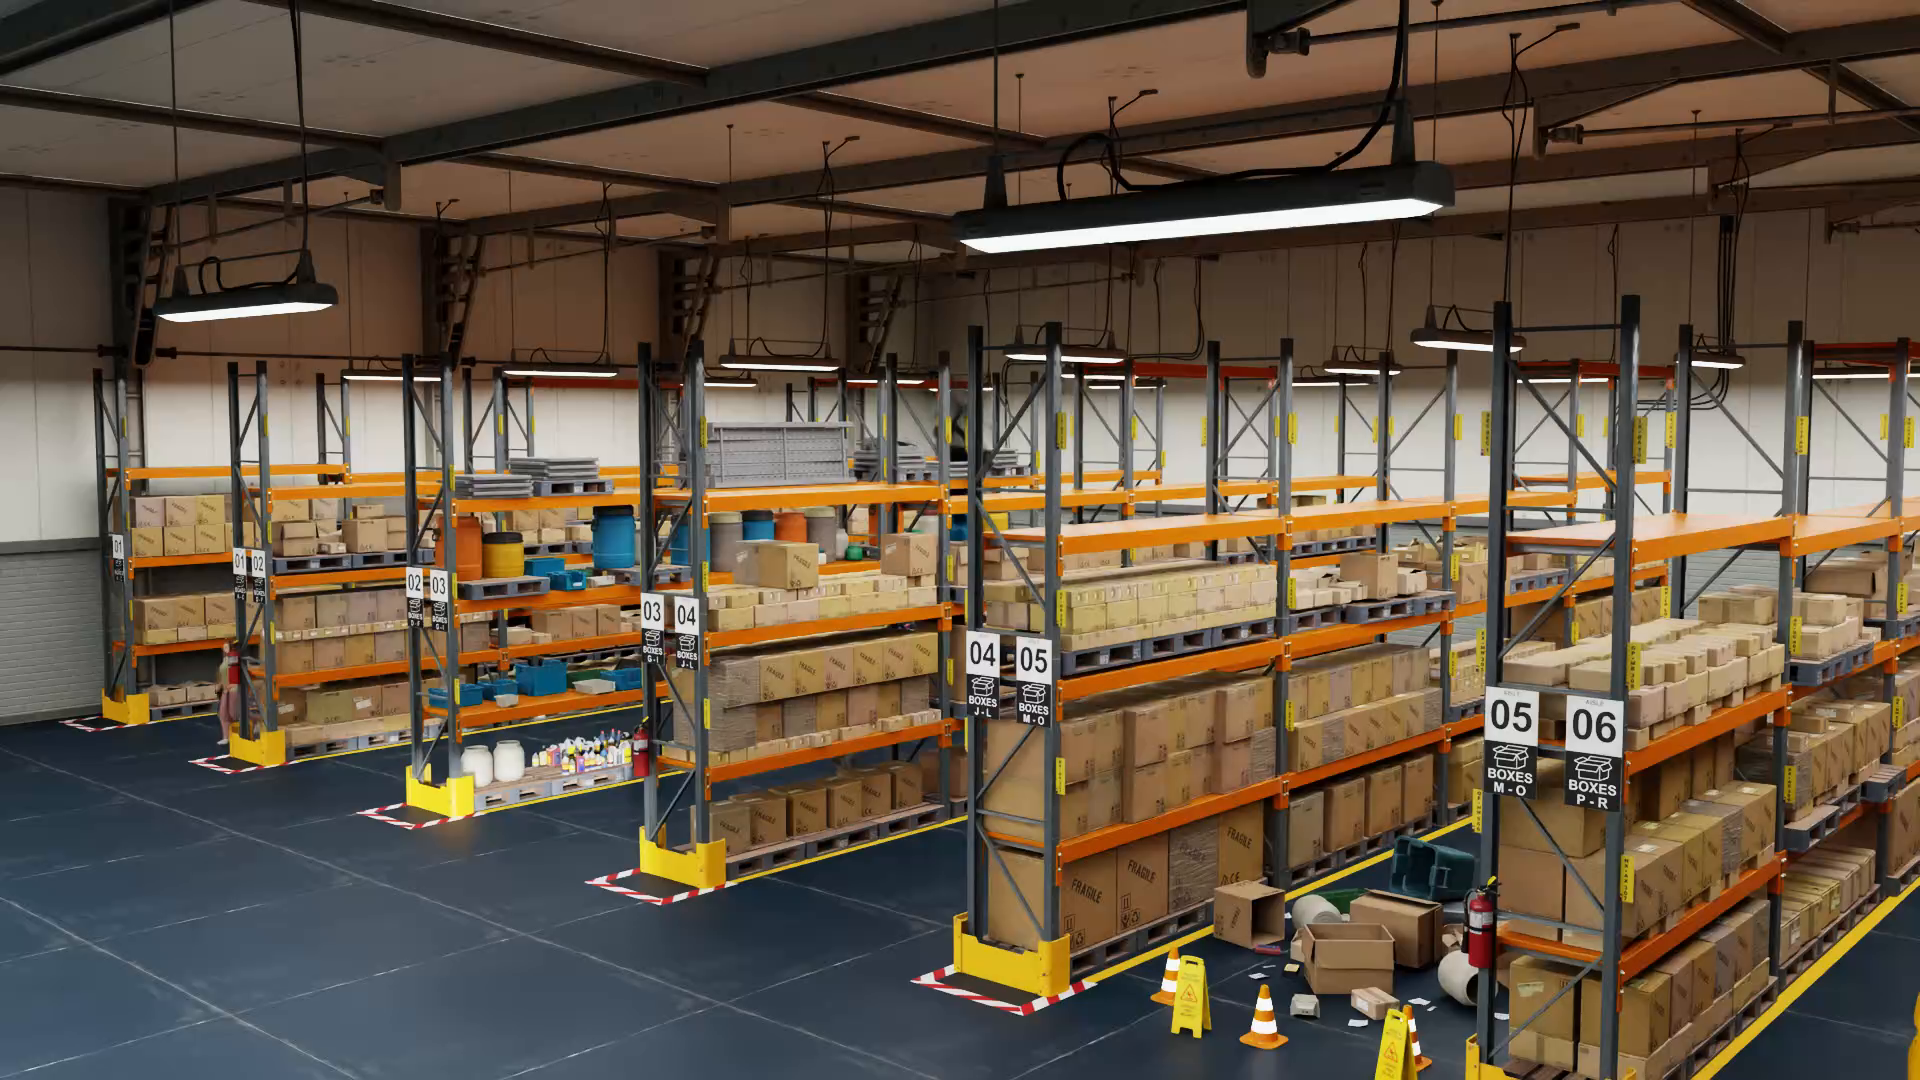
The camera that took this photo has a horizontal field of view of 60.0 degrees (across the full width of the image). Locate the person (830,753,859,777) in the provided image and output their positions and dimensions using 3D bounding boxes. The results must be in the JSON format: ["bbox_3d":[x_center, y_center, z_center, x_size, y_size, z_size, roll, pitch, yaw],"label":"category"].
[{"bbox_3d":[-1.665,2.557,23.436,0.638,1.736,0.651,3,5,32],"label":"person"}]

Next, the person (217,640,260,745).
[{"bbox_3d":[-11.495,2.396,26.417,0.612,1.640,0.771,3,5,32],"label":"person"}]
